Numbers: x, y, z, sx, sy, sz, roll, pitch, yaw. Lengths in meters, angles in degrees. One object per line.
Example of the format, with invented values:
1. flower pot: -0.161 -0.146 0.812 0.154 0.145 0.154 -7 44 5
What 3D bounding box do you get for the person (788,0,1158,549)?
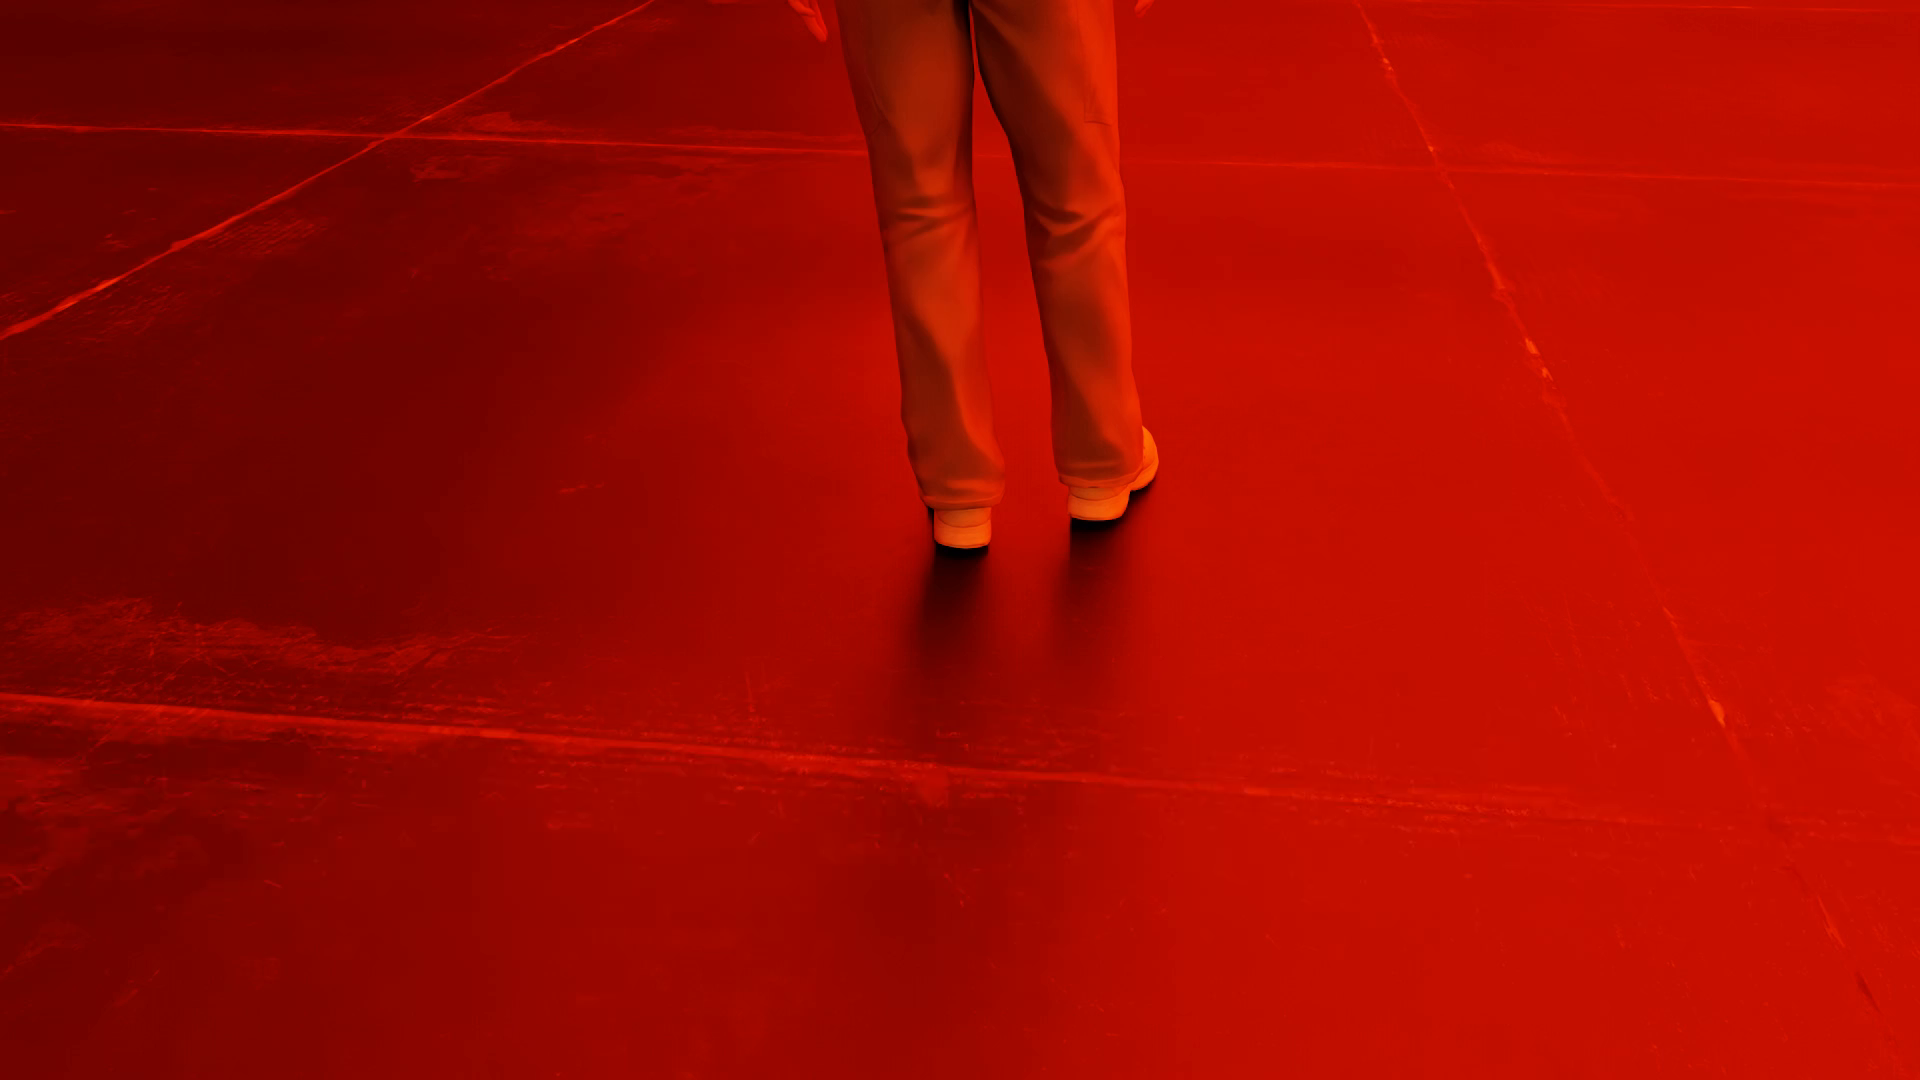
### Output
1. person: 0.023 -0.788 2.187 0.549 1.673 0.548 3 27 7
